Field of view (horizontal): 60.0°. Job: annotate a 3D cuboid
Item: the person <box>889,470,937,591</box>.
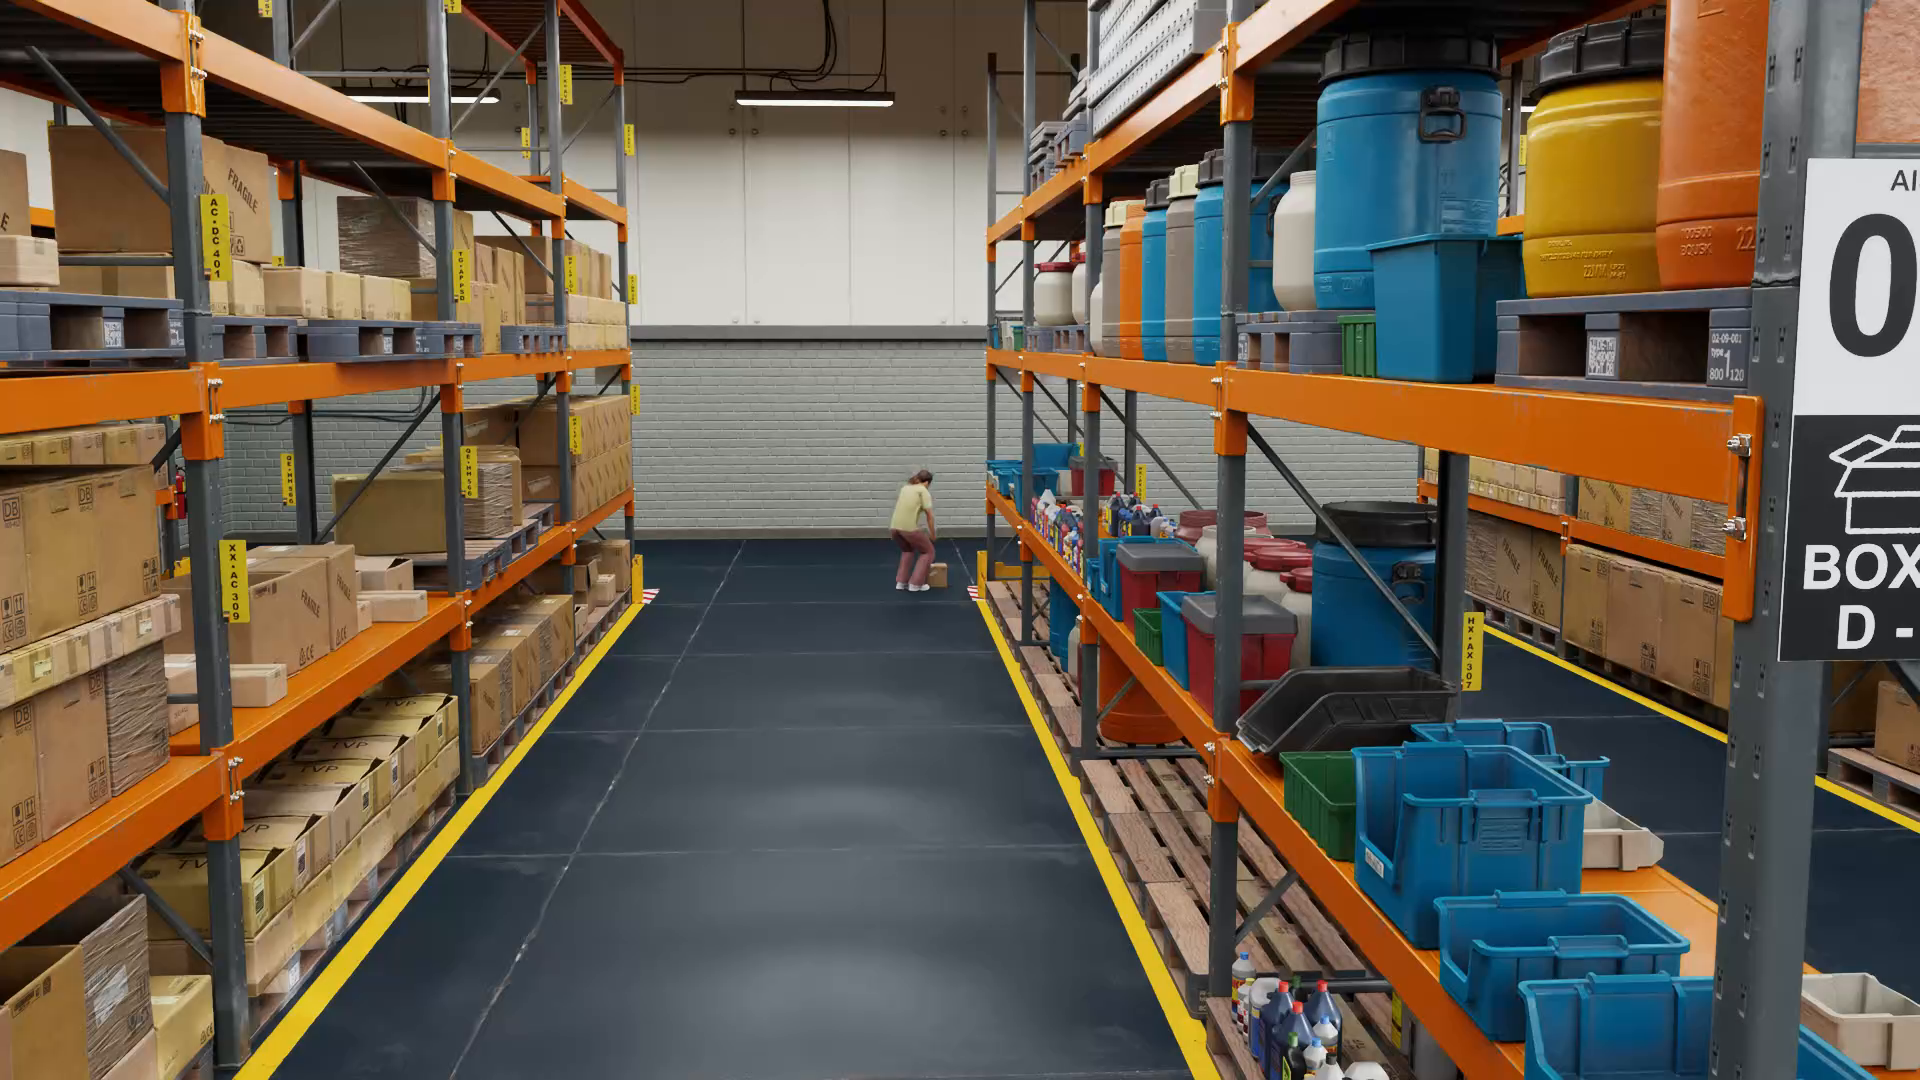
[{"bbox_3d":[-0.553,-0.114,19.397,0.509,1.390,0.634,6,9,41],"label":"person"}]
